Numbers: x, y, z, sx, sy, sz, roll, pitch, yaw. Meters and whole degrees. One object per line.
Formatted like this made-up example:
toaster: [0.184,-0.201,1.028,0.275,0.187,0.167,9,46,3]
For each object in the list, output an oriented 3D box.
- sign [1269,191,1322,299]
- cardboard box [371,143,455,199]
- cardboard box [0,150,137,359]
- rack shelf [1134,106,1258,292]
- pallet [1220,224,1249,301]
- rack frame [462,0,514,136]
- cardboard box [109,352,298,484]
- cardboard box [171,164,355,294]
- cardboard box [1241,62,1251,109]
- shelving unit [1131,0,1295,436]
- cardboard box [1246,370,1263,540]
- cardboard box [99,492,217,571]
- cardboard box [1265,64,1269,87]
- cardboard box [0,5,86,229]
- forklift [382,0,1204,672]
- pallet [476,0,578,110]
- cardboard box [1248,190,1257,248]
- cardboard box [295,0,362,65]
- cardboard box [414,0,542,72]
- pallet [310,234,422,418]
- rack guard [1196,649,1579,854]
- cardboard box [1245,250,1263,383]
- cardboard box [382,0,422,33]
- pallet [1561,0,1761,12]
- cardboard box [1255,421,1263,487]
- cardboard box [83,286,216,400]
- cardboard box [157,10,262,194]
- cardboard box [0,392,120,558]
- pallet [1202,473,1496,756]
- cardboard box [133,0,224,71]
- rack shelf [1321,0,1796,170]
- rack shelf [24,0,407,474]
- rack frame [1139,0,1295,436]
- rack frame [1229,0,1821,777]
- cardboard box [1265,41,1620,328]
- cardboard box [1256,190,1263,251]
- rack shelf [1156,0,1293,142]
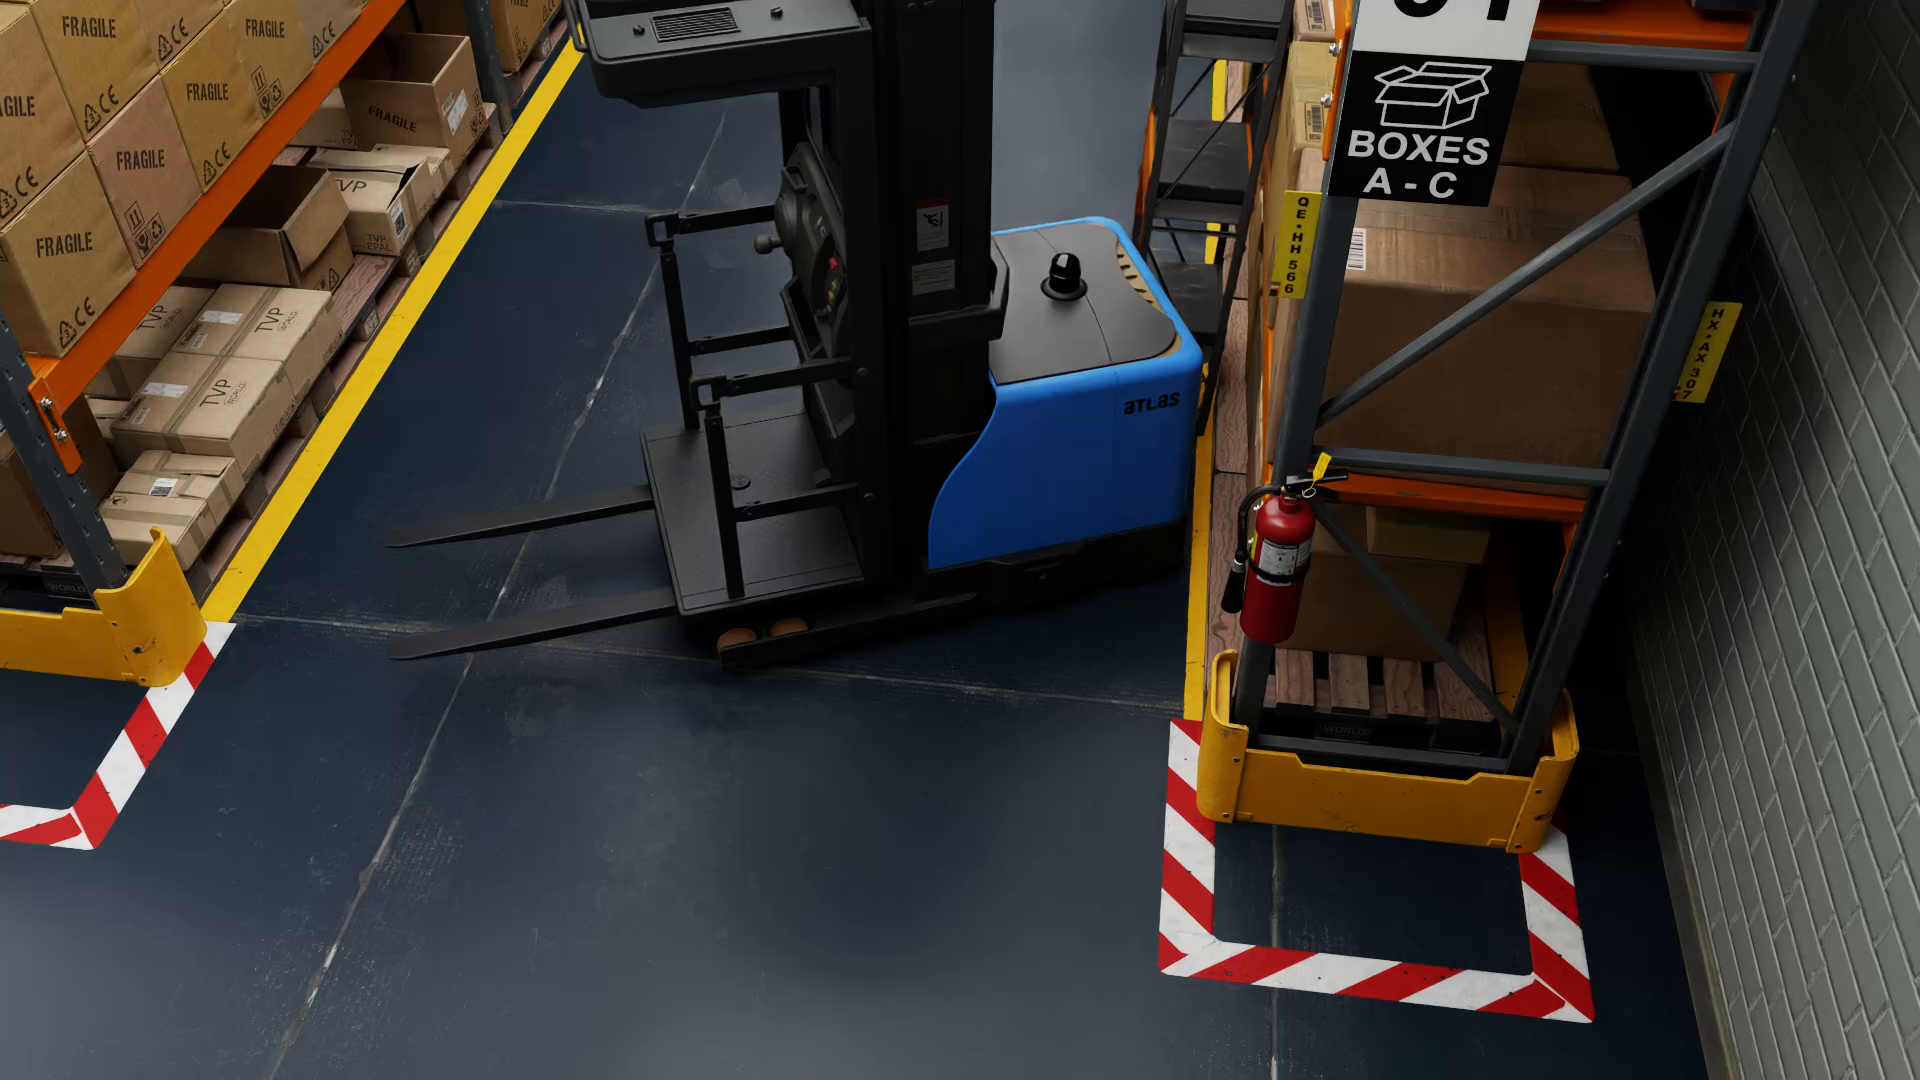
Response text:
sign: [0.884,-0.772,4.369,0.100,0.325,0.005,5,44,6]
cardboard box: [-2.746,-1.830,8.255,0.380,0.149,0.250,5,44,6]
cardboard box: [-3.171,-0.969,5.519,0.500,0.500,0.500,6,44,6]
rack shelf: [0.929,-1.360,6.639,0.431,0.518,0.480,5,47,1]
pallet: [1.770,-1.409,8.085,1.003,0.211,1.213,5,44,6]
rack frame: [-2.962,-3.381,8.139,1.000,3.000,0.127,5,44,6]
cardboard box: [-3.072,-0.502,6.778,0.500,0.250,0.500,5,44,6]
cardboard box: [-3.206,-1.353,7.493,0.797,0.503,0.637,5,44,6]
cardboard box: [1.906,-2.760,8.741,0.750,0.750,0.750,6,44,6]
shelving unit: [0.929,-1.370,6.629,0.431,2.100,0.503,5,47,1]
cardboard box: [1.479,-0.279,6.376,0.700,0.500,0.500,5,44,5]
cardboard box: [-3.095,-0.033,6.357,0.380,0.149,0.250,5,44,6]
cardboard box: [1.759,-2.177,6.649,0.980,0.700,0.700,4,44,4]
cardboard box: [-3.171,-1.332,5.176,0.500,0.500,0.500,6,44,7]
forklift: [-0.690,-0.981,5.654,3.031,2.935,1.130,-11,45,-11]
pallet: [-2.892,-2.926,9.687,1.003,0.211,1.213,5,44,6]
cardboard box: [1.748,-1.677,7.853,0.700,0.500,0.500,6,44,6]
cardboard box: [-2.906,-2.351,6.979,0.500,0.500,0.500,6,44,6]
cardboard box: [-2.657,-2.940,9.172,0.500,0.500,0.500,3,44,4]
pallet: [-3.213,-1.066,7.723,1.003,0.211,1.213,5,44,6]
rack guard: [1.416,0.717,5.629,1.175,0.500,0.348,5,44,6]
cardboard box: [1.608,-0.986,7.122,0.700,0.500,0.500,6,44,6]
cardboard box: [-3.181,-2.995,9.230,0.500,0.500,0.500,5,44,5]
pallet: [1.507,-1.770,4.321,1.003,0.211,1.213,5,44,6]
cardboard box: [1.249,-0.278,5.902,0.380,0.149,0.250,5,44,5]
cardboard box: [-3.508,-0.854,7.150,0.500,0.250,0.500,5,44,6]
cardboard box: [-3.039,-1.663,6.252,0.500,0.500,0.500,5,44,5]
cardboard box: [-3.663,-0.300,6.383,0.500,0.500,0.500,5,44,6]
pallet: [1.448,0.254,6.329,1.003,0.211,1.213,5,44,6]
cardboard box: [-3.038,-2.030,5.912,0.500,0.500,0.500,6,44,6]
rack shelf: [1.684,-2.398,5.442,1.077,0.370,4.000,5,44,6]
rack shelf: [-3.227,-1.756,6.947,1.077,0.370,4.000,5,44,6]
rack frame: [0.909,-1.193,6.462,0.400,2.100,0.015,5,47,1]
rack frame: [1.420,-0.207,4.787,1.000,3.000,0.127,5,44,6]
cardboard box: [1.562,-1.161,5.577,0.980,0.700,0.700,5,44,5]
cardboard box: [1.453,-1.340,7.025,0.380,0.149,0.250,4,44,4]
rack shelf: [0.961,-1.840,6.130,0.431,0.518,0.480,5,47,1]
